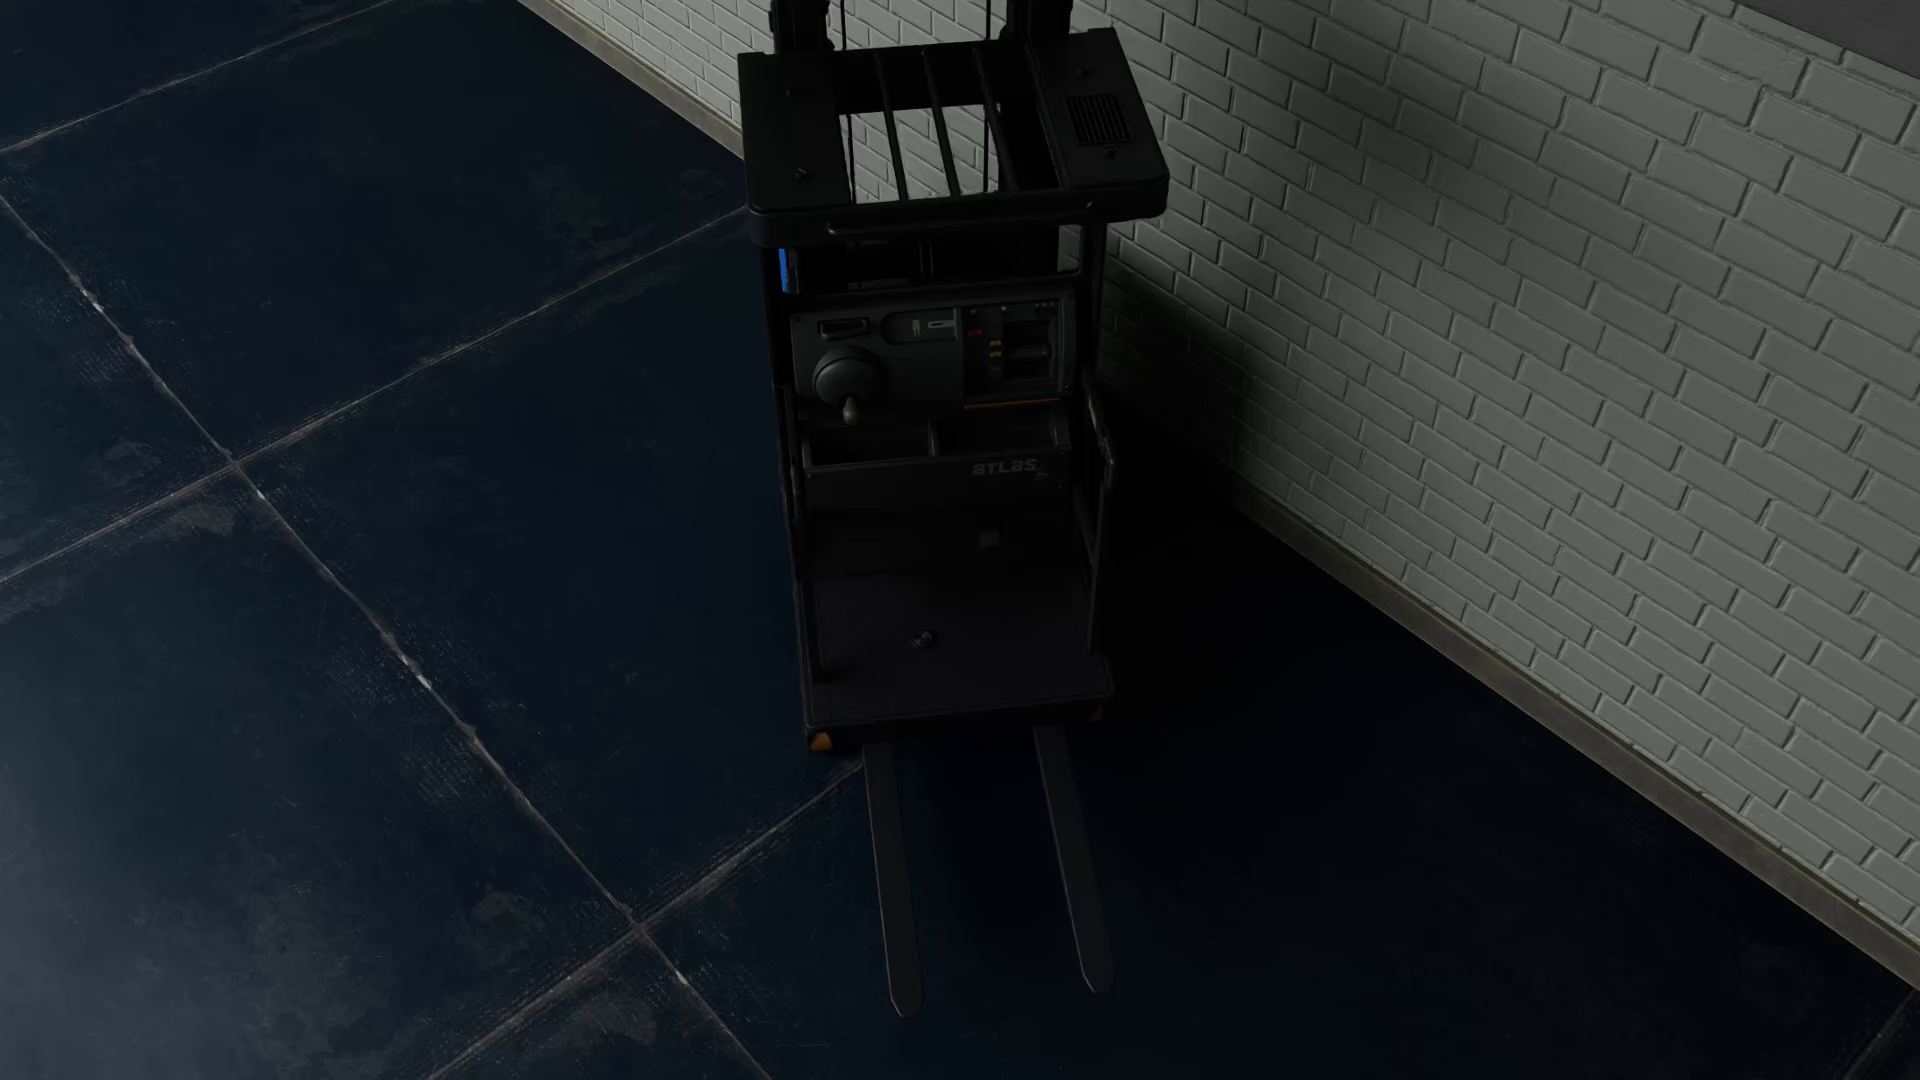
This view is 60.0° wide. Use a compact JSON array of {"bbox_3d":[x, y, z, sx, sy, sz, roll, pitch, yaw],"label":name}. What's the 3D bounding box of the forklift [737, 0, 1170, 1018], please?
[{"bbox_3d":[-0.051,-0.503,5.273,1.130,2.935,3.031,-6,48,-5],"label":"forklift"}]
